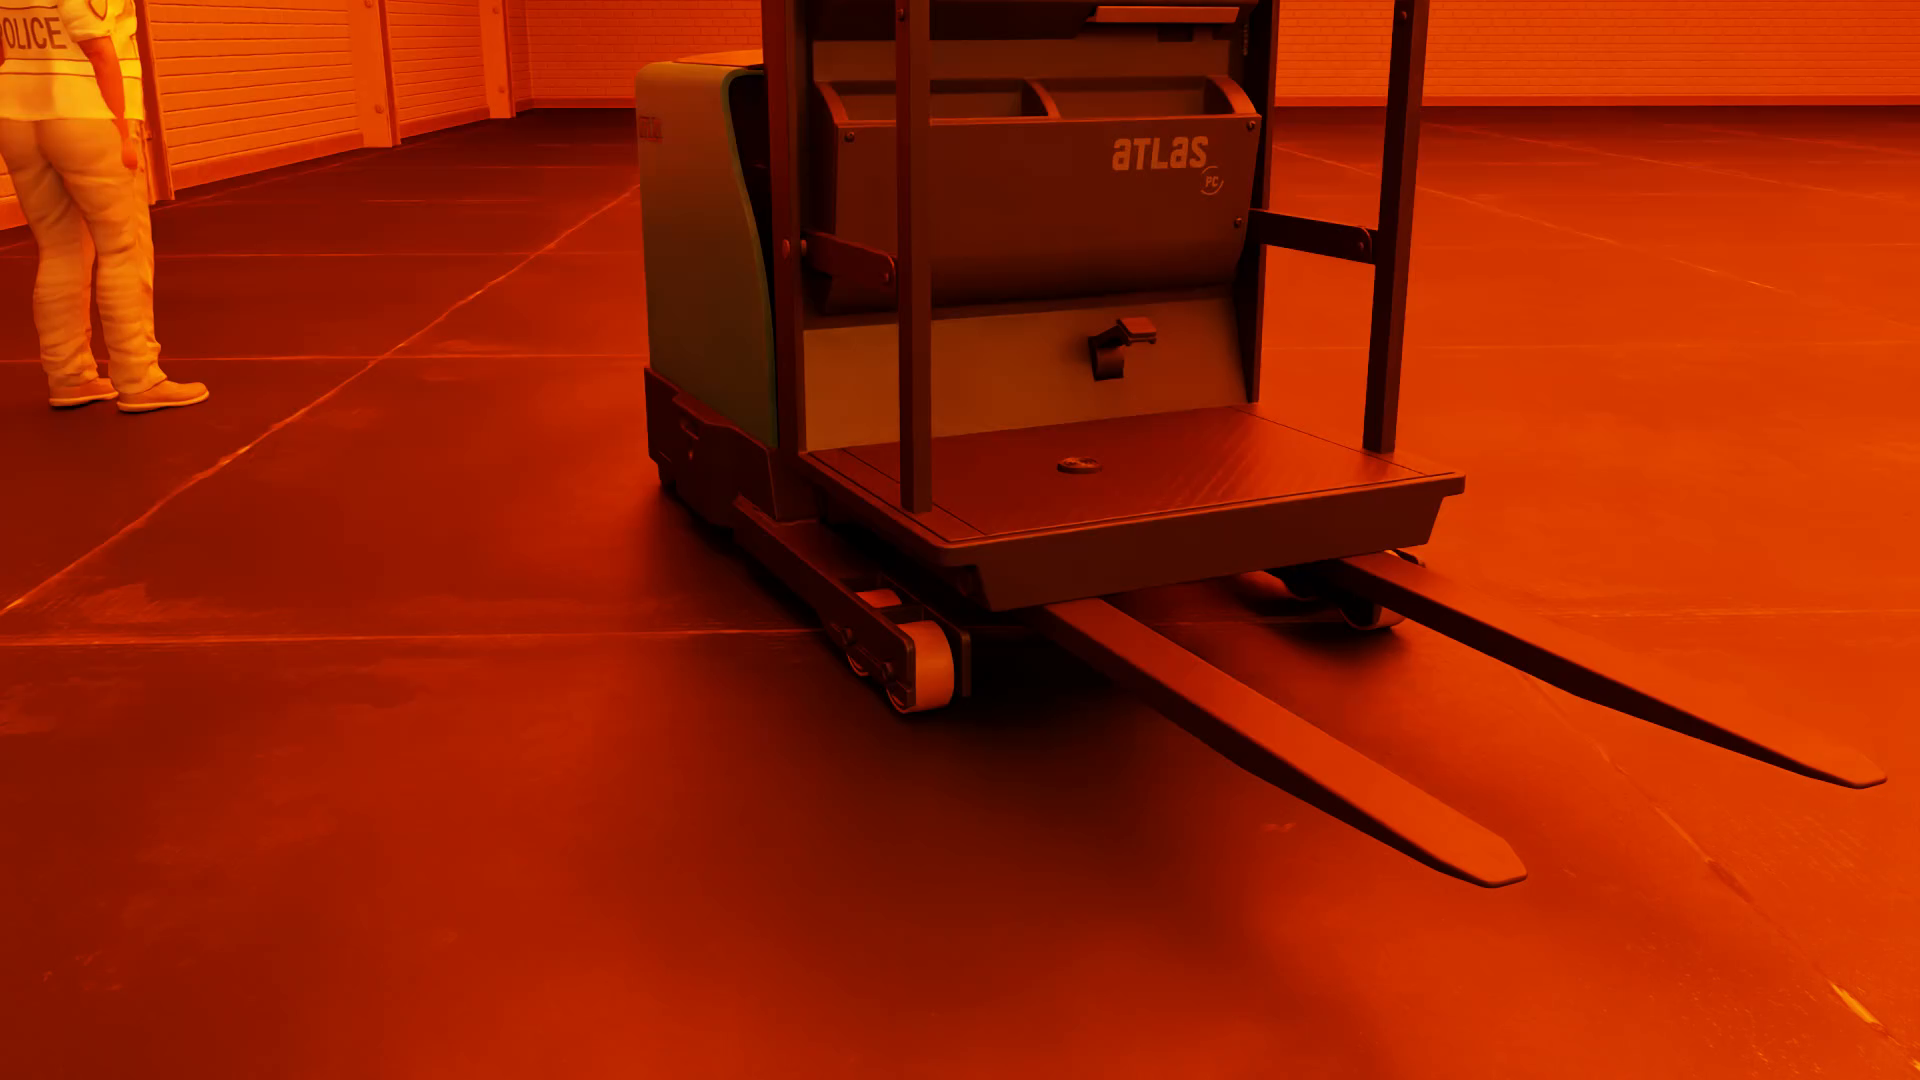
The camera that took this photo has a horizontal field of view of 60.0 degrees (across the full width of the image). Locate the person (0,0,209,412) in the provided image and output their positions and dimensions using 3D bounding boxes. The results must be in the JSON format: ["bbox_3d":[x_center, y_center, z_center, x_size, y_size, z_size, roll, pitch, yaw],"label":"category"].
[{"bbox_3d":[-2.707,-1.232,5.109,0.482,1.669,0.393,6,18,18],"label":"person"}]

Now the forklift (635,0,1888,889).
[{"bbox_3d":[0.258,-1.240,2.962,1.130,2.935,3.031,-8,19,-24],"label":"forklift"}]
